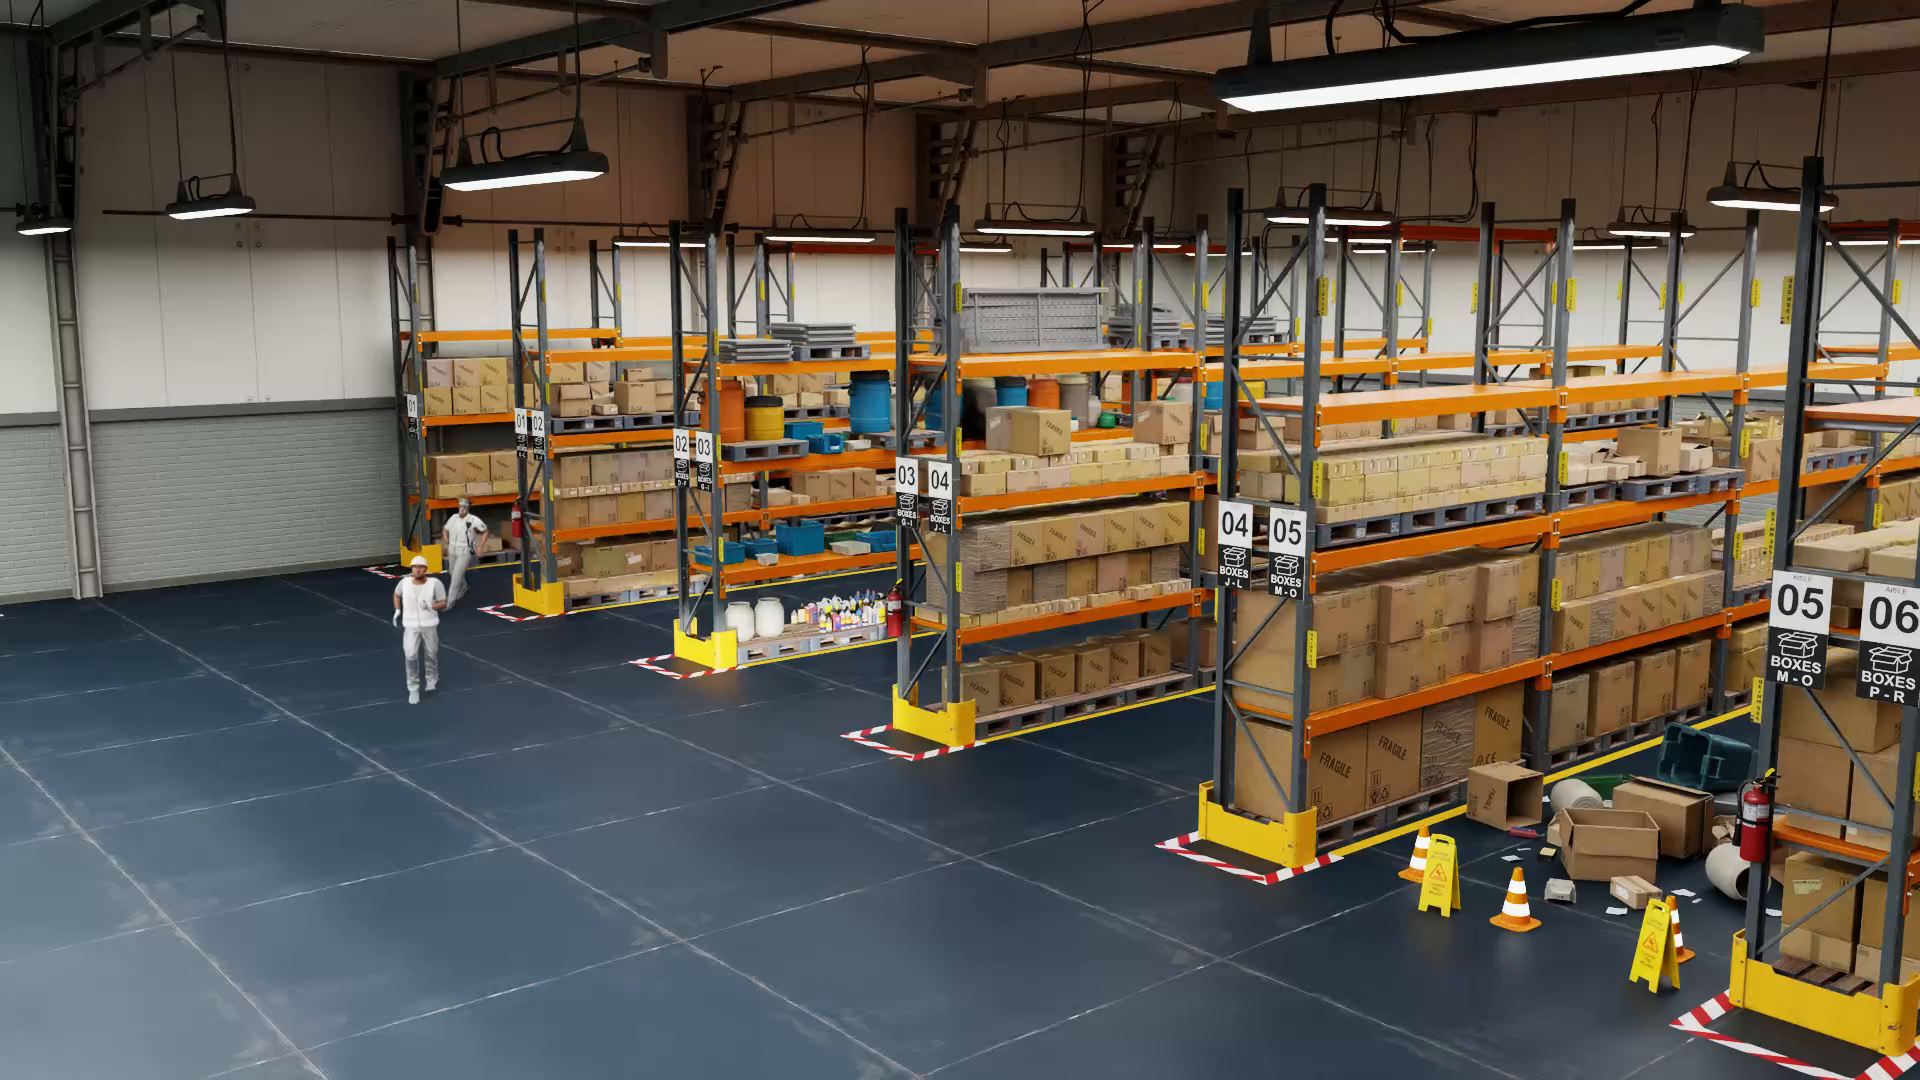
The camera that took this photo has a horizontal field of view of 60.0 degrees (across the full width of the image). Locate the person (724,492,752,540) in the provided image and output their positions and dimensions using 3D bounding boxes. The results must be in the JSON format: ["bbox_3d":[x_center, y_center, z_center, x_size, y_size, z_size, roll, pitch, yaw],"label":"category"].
[{"bbox_3d":[-4.225,-0.312,30.764,0.836,1.668,0.735,-7,11,-40],"label":"person"}]

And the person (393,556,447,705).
[{"bbox_3d":[-6.729,1.112,20.749,0.663,1.843,0.766,-2,9,-14],"label":"person"}]

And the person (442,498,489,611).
[{"bbox_3d":[-8.006,0.200,26.697,0.737,1.768,0.962,3,9,16],"label":"person"}]
